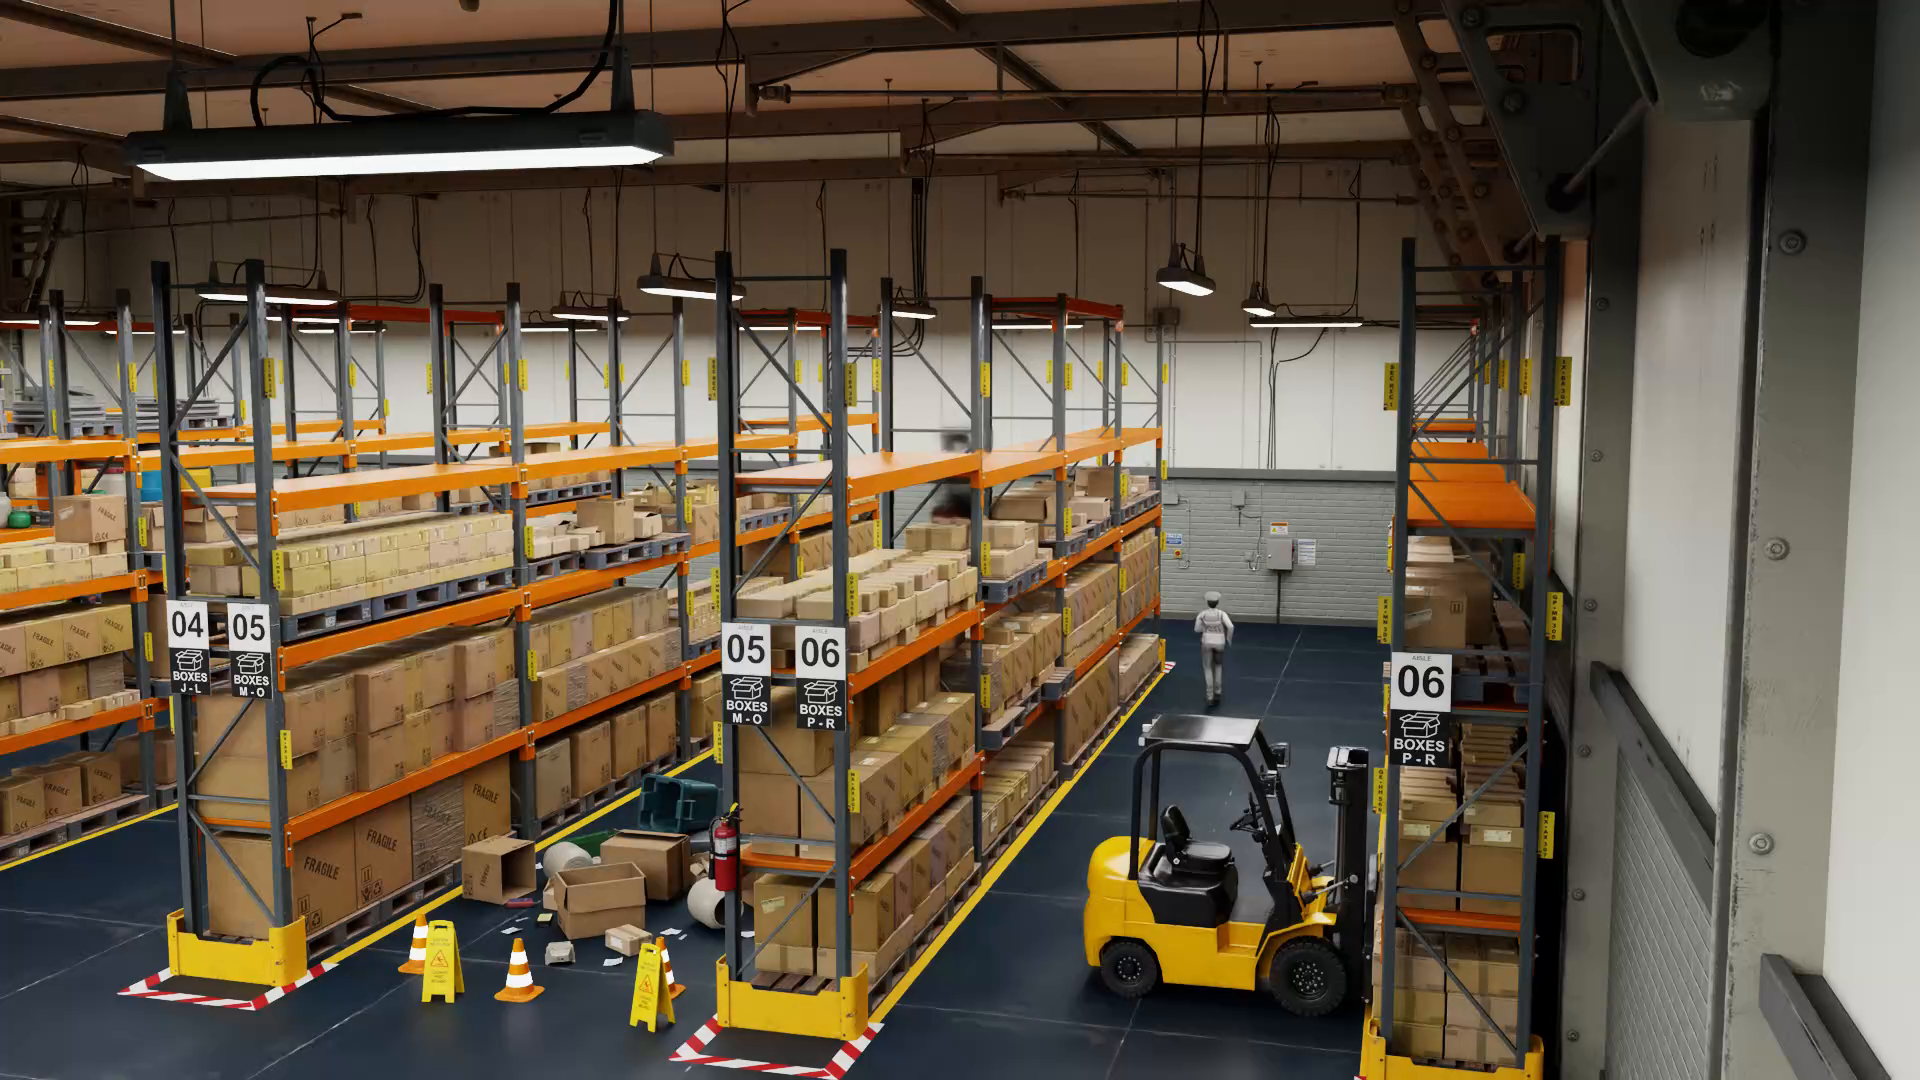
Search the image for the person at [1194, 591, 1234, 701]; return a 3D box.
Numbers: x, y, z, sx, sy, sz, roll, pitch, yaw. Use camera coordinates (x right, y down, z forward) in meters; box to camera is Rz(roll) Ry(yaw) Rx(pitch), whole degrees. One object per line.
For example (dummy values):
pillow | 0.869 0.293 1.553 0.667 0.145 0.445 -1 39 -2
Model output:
person | 3.853 1.651 25.314 0.578 1.753 0.747 0 6 3
